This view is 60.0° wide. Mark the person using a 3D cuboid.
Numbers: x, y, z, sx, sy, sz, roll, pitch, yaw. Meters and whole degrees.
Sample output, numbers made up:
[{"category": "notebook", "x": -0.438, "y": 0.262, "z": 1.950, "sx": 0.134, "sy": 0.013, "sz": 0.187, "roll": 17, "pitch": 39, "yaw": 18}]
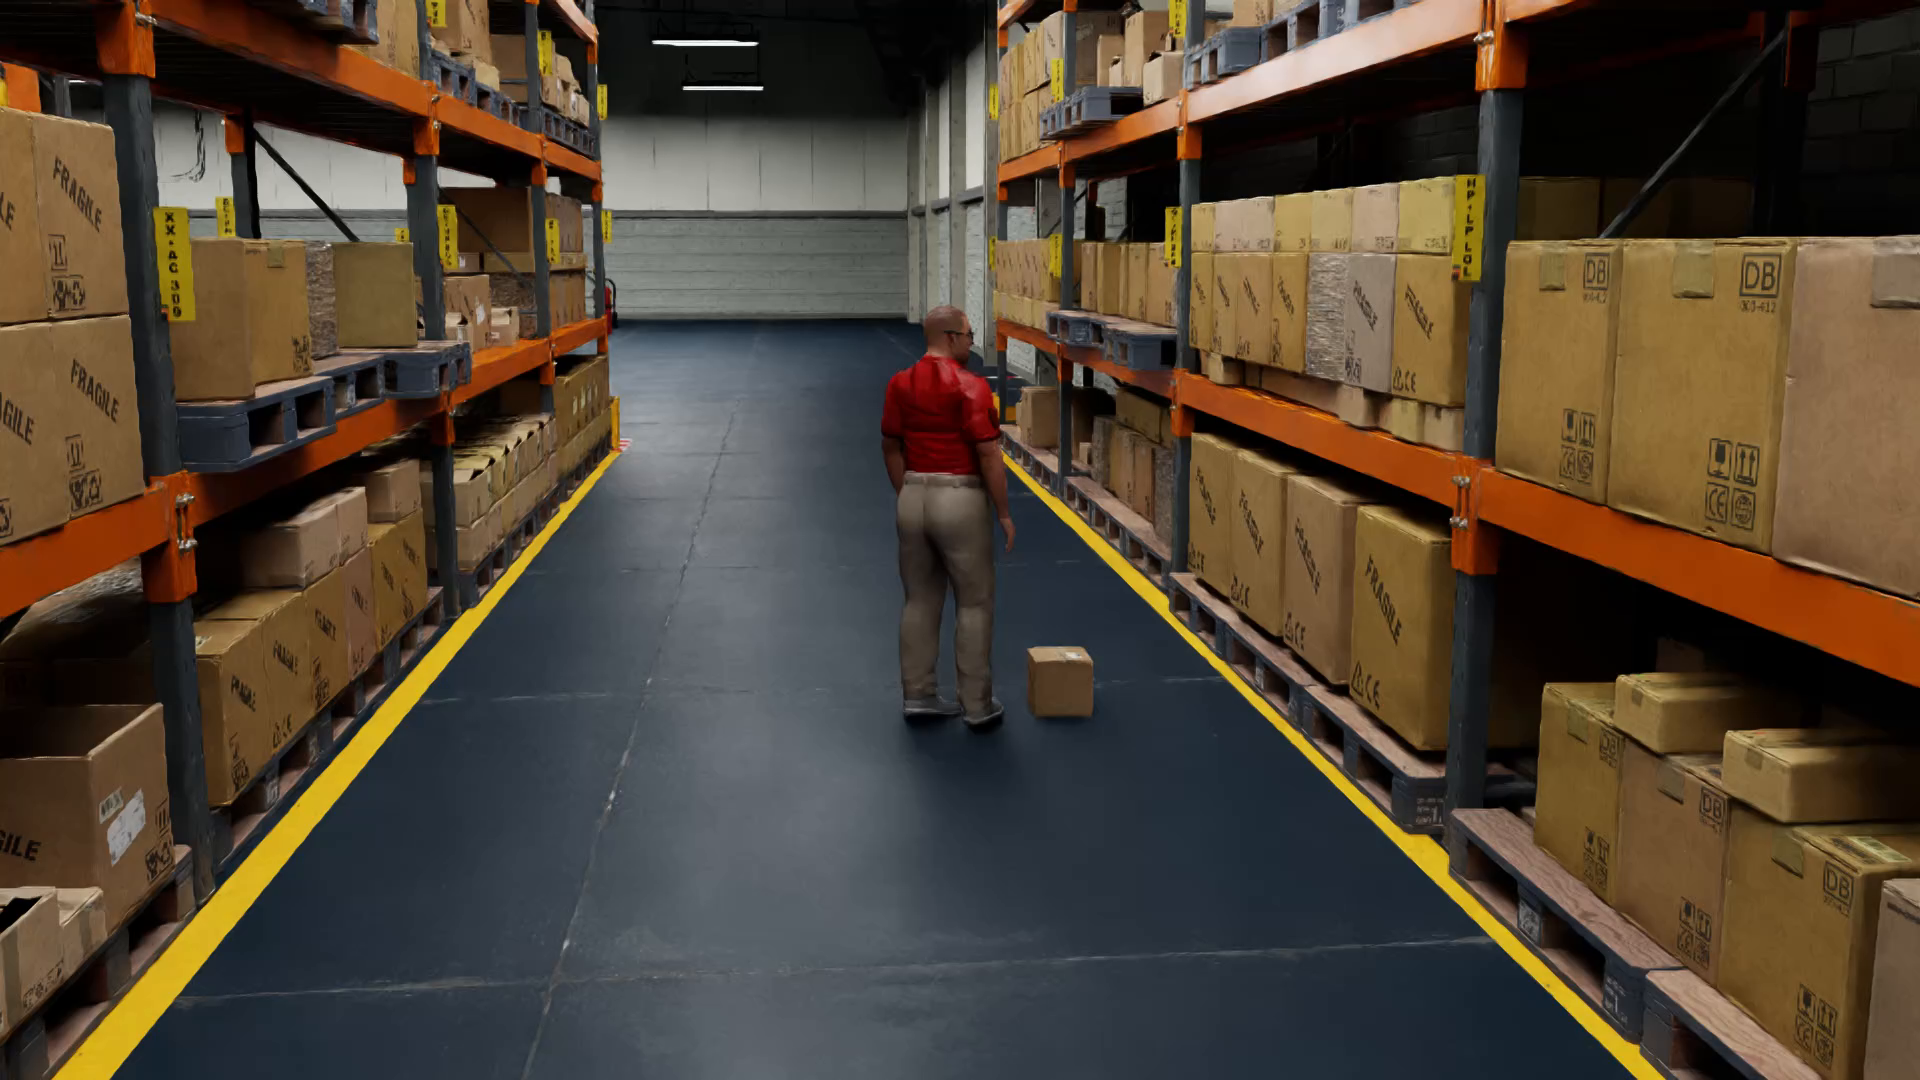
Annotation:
[{"category": "person", "x": -0.029, "y": -0.080, "z": 6.918, "sx": 0.588, "sy": 1.783, "sz": 0.431, "roll": 7, "pitch": 12, "yaw": 37}]
